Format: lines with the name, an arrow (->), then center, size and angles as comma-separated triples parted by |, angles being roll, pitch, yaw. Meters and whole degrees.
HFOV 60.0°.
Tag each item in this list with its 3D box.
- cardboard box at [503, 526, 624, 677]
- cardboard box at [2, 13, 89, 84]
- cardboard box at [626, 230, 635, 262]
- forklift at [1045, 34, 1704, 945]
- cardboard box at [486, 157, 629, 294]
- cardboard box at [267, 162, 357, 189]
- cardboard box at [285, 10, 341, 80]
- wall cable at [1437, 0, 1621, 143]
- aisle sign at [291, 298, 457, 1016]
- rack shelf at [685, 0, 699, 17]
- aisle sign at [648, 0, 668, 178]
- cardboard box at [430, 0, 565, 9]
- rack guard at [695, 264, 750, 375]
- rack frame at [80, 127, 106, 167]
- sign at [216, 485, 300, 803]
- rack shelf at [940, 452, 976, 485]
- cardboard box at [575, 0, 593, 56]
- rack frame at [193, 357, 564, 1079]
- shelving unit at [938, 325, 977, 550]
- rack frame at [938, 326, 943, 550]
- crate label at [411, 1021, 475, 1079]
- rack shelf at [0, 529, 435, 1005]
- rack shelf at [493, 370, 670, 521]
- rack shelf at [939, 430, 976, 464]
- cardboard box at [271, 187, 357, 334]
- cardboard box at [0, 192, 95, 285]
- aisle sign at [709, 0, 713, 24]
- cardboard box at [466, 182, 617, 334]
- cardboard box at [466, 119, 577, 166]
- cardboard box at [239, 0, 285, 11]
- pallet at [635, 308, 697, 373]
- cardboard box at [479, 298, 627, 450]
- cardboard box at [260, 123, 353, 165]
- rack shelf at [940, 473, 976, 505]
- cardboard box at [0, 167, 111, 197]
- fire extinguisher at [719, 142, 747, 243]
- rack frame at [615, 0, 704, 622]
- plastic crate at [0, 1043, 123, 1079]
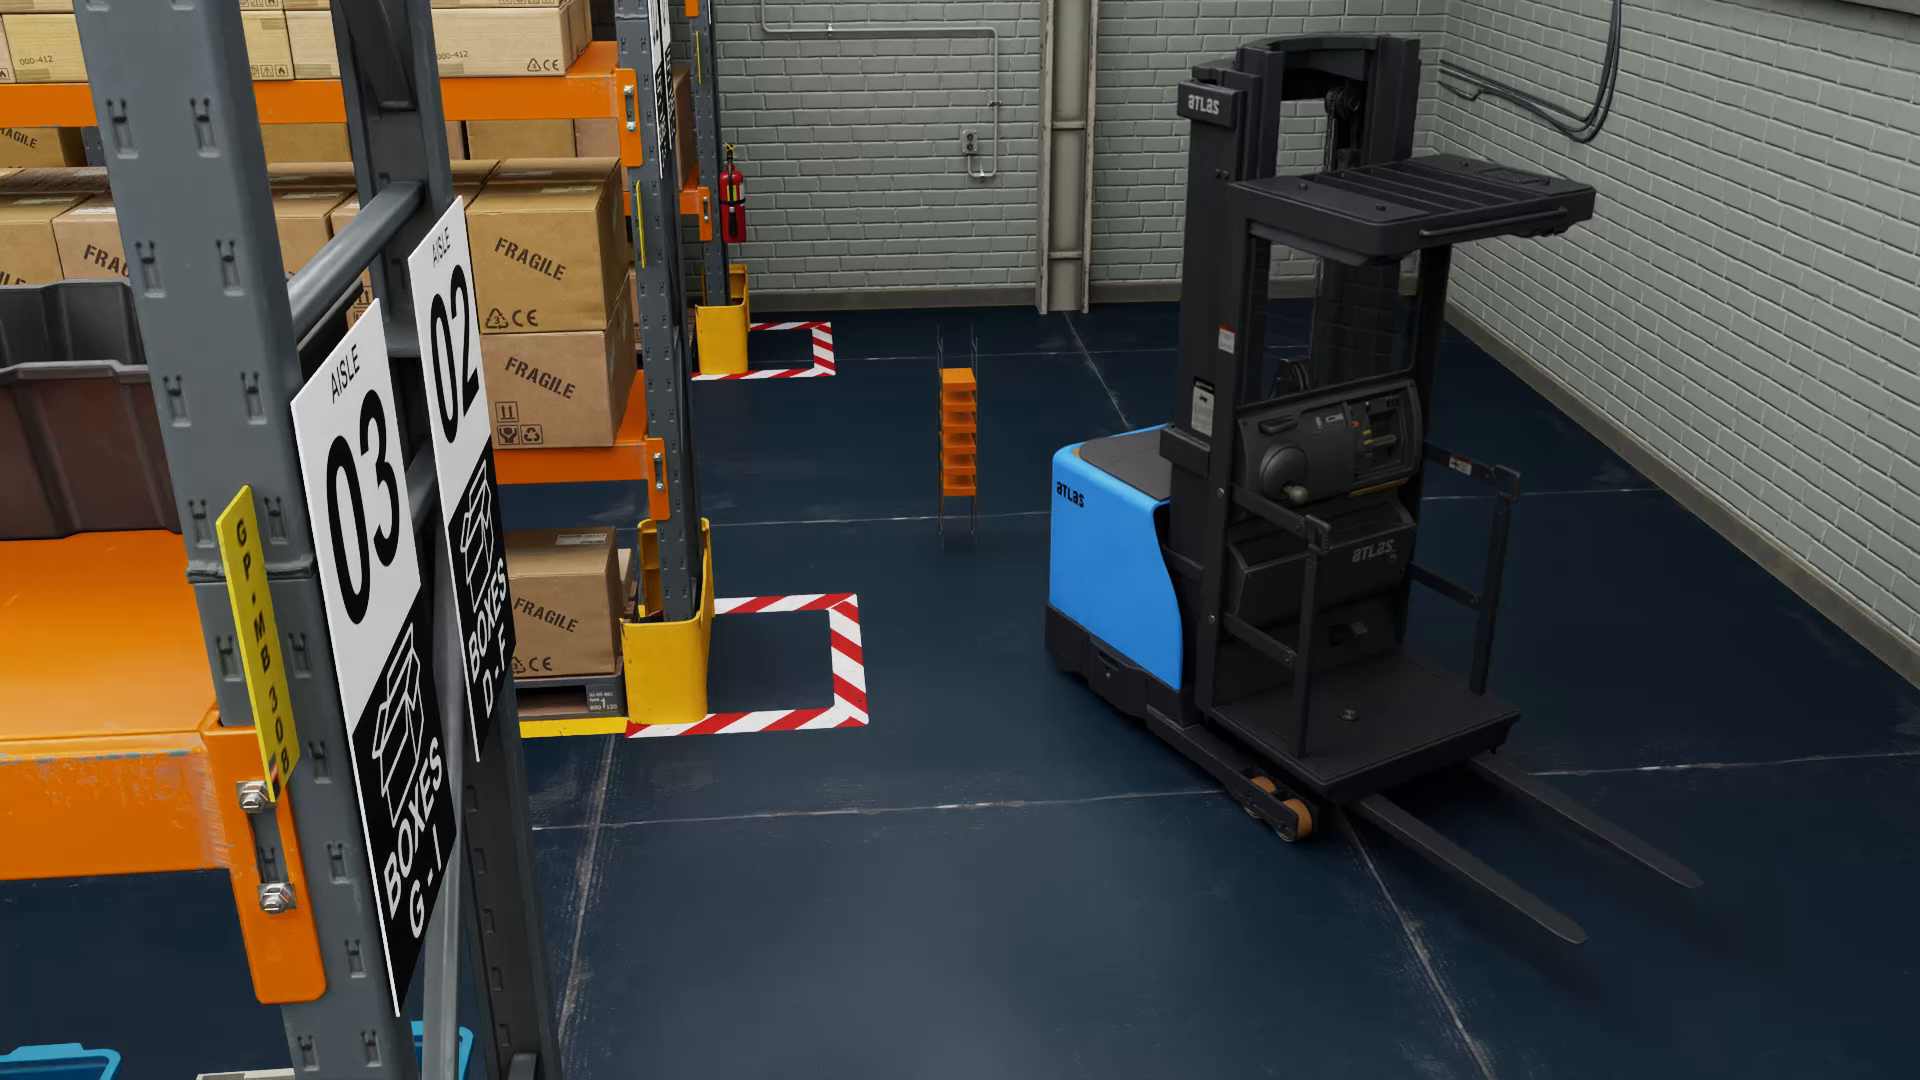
cardboard box -> -1.803, 0.273, 7.480 | 0.500, 0.500, 0.500 | -2, 24, -5
cardboard box -> -3.266, -1.911, 6.347 | 0.500, 0.250, 0.500 | -2, 24, -5
cardboard box -> -2.359, -2.156, 12.168 | 0.250, 0.149, 0.380 | -2, 24, -5
forklift -> 1.594, -0.364, 6.460 | 1.130, 2.935, 3.031 | -14, 27, -28
cardboard box -> -1.754, -1.381, 7.311 | 0.500, 0.500, 0.500 | -2, 24, -4
cardboard box -> -2.772, -1.339, 7.216 | 0.500, 0.500, 0.500 | -2, 24, -4
cardboard box -> -2.270, -1.949, 6.434 | 0.500, 0.250, 0.500 | -2, 24, -5
wall cable -> 3.887, -4.196, 11.434 | 0.112, 2.526, 3.097 | -2, 24, -5
aisle sign -> -0.703, 0.140, 2.041 | 0.004, 0.787, 0.394 | -2, 24, -5
rack shelf -> -3.767, -3.754, 11.196 | 4.000, 0.370, 1.077 | -2, 24, -5
aisle sign -> -1.188, -1.857, 6.534 | 0.004, 0.787, 0.394 | -2, 24, -5
cardboard box -> -1.772, -2.197, 6.376 | 0.500, 0.250, 0.500 | -2, 24, -5
rack guard -> -1.753, -1.651, 12.348 | 0.348, 0.500, 1.175 | -2, 24, -5
rack frame -> -5.757, -2.632, 11.479 | 0.127, 3.000, 1.000 | -2, 24, -5
sign -> -0.733, 0.111, 1.742 | 0.005, 0.325, 0.100 | -2, 24, -5
rack shelf -> -0.014, -0.397, 9.072 | 0.180, 0.103, 0.258 | -2, 24, -5
cardboard box -> -1.823, -2.174, 6.940 | 0.500, 0.250, 0.500 | -2, 24, -5
rack frame -> -0.803, 1.212, 2.829 | 0.127, 3.000, 1.000 | -2, 24, -5
shelving unit -> -0.014, -0.548, 9.005 | 0.189, 1.200, 0.258 | -2, 24, -5
rack frame -> -0.105, -0.544, 8.997 | 0.006, 1.200, 0.240 | -2, 24, -5
crate label -> -1.081, 1.138, 3.128 | 0.303, 0.233, 0.416 | -2, 24, -5
rack shelf -> -2.793, 0.250, 2.186 | 4.000, 0.370, 1.077 | -2, 24, -5
rack shelf -> -3.277, -0.381, 7.300 | 4.000, 0.370, 1.077 | -2, 24, -5
rack shelf -> -0.014, -0.507, 9.023 | 0.180, 0.103, 0.258 | -2, 24, -5
cardboard box -> -2.720, -1.120, 6.724 | 0.500, 0.500, 0.500 | -2, 24, -4
cardboard box -> -3.745, -1.079, 6.630 | 0.500, 0.500, 0.500 | -3, 24, -7
aisle sign -> -1.676, -3.862, 11.044 | 0.004, 0.787, 0.394 | -2, 24, -5
cardboard box -> -1.702, -1.164, 6.821 | 0.500, 0.500, 0.500 | -3, 24, -6
cardboard box -> -3.006, -2.871, 11.647 | 0.700, 0.700, 0.980 | -2, 24, -6
cardboard box -> -2.768, -2.158, 6.289 | 0.500, 0.250, 0.500 | -2, 24, -5
pallet -> -2.565, -1.454, 12.262 | 1.213, 0.211, 1.003 | -2, 24, -5
cardboard box -> -1.705, -0.708, 7.026 | 0.500, 0.500, 0.500 | -2, 24, -4
cardboard box -> -4.489, -2.811, 11.513 | 0.700, 0.700, 0.980 | -3, 24, -6
rack shelf -> -0.014, -0.288, 9.121 | 0.180, 0.103, 0.258 | -2, 24, -5
cardboard box -> -3.778, -1.299, 7.126 | 0.500, 0.500, 0.500 | -2, 24, -5
fire extinguisher -> -1.581, -2.406, 11.524 | 0.183, 0.674, 0.296 | -2, 24, -5
rack frame -> -1.286, -0.790, 7.334 | 0.127, 3.000, 1.000 | -2, 24, -5
plastic crate -> -1.736, 1.165, 3.069 | 0.300, 0.233, 0.416 | -2, 24, -5
